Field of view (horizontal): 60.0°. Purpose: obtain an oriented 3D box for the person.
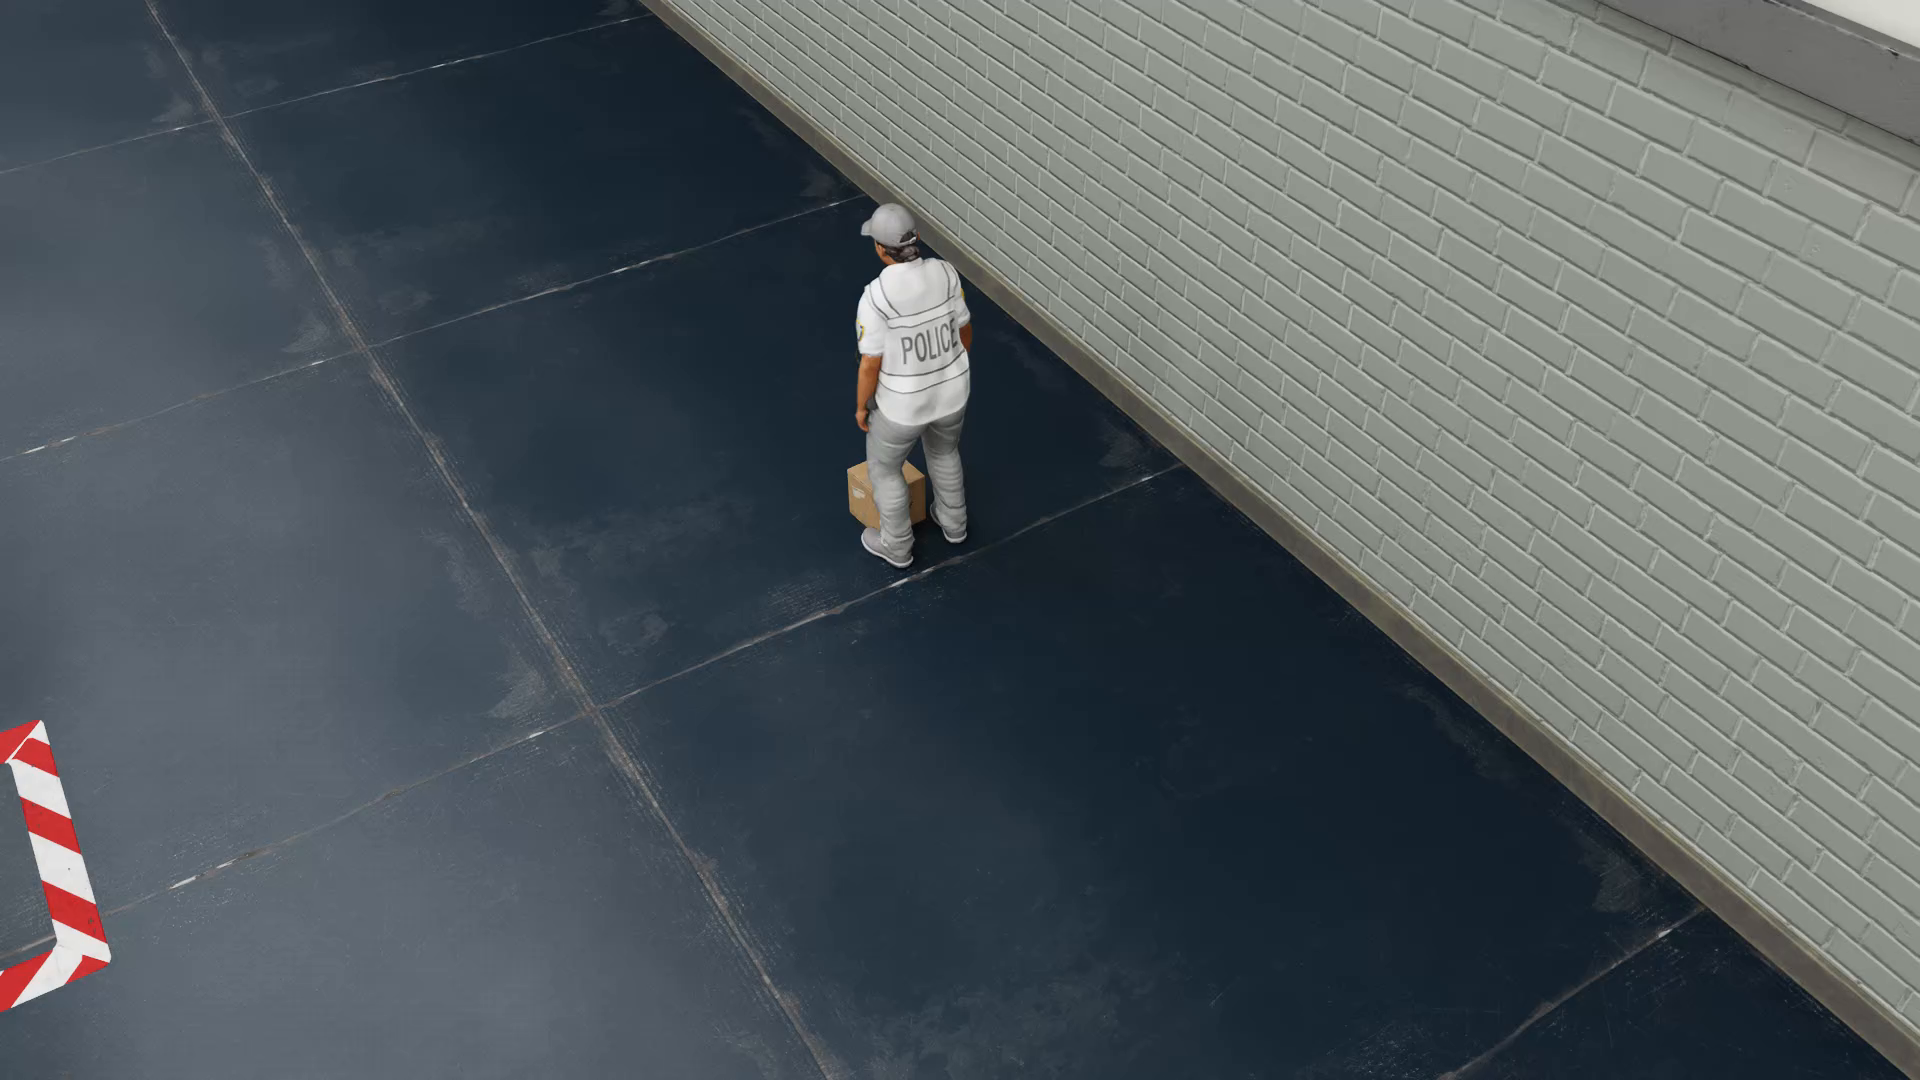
[{"bbox_3d":[-0.199,-0.619,6.865,0.537,1.665,0.470,-23,46,-24],"label":"person"}]
